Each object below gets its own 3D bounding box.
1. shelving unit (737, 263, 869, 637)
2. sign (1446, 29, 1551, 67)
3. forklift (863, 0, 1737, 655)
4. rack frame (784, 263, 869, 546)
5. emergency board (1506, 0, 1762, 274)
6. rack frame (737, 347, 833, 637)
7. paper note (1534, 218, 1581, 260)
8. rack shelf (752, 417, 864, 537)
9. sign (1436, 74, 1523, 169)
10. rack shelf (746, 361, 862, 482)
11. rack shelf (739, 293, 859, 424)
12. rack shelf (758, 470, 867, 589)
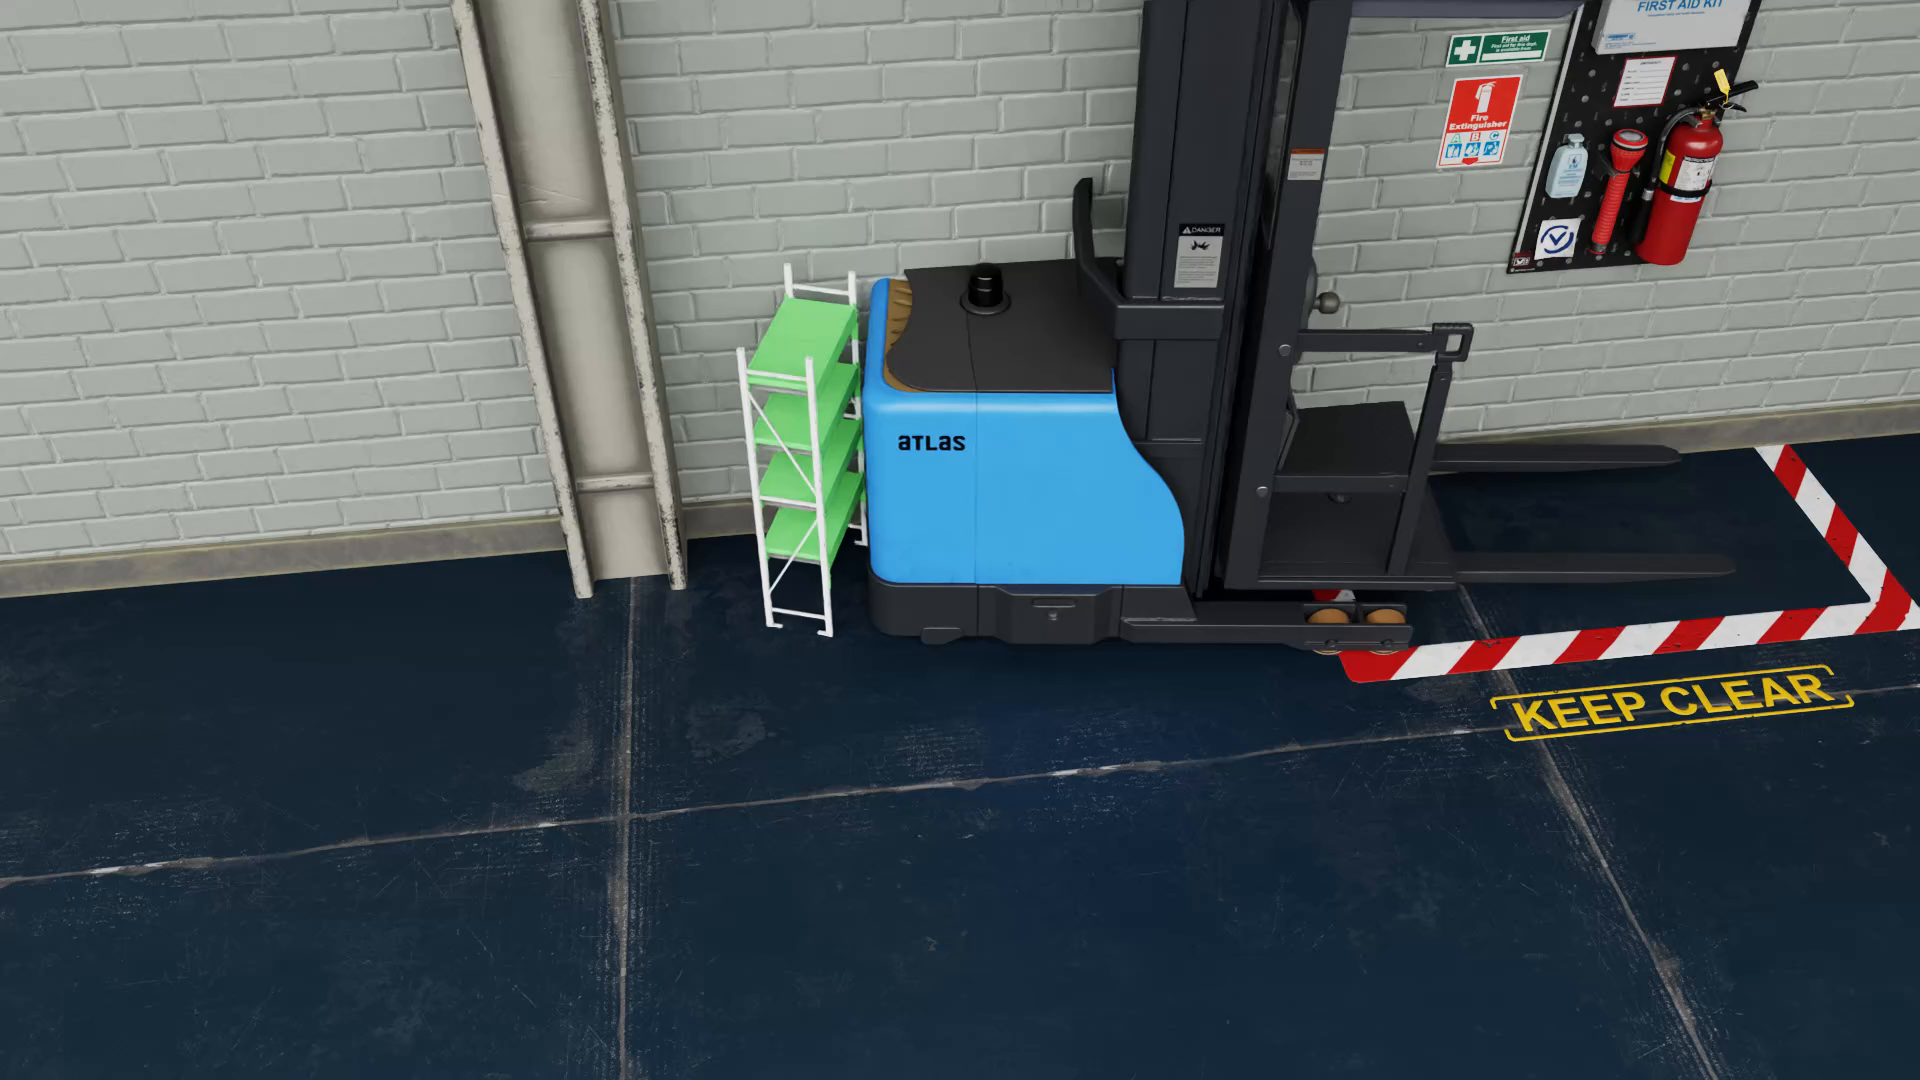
[{"bbox_3d":[-0.514,-0.285,5.670,0.258,1.200,0.503,9,43,9],"label":"shelving unit"},{"bbox_3d":[1.728,-1.579,5.339,0.331,0.109,0.001,-5,42,-6],"label":"sign"},{"bbox_3d":[1.200,-1.047,5.222,3.031,2.935,1.130,0,42,0],"label":"forklift"},{"bbox_3d":[-0.461,-0.445,5.847,0.240,1.200,0.015,9,43,9],"label":"rack frame"},{"bbox_3d":[2.284,-1.354,5.511,0.643,1.169,0.194,-5,42,-6],"label":"emergency board"},{"bbox_3d":[-0.567,-0.126,5.494,0.240,1.200,0.015,9,43,9],"label":"rack frame"},{"bbox_3d":[2.100,-1.057,5.840,0.142,0.148,0.016,-5,42,-6],"label":"paper note"},{"bbox_3d":[-0.514,-0.238,5.713,0.258,0.148,0.480,9,43,9],"label":"rack shelf"},{"bbox_3d":[1.722,-1.388,5.522,0.234,0.329,0.001,-5,42,-6],"label":"sign"},{"bbox_3d":[-0.514,-0.416,5.552,0.258,0.148,0.480,9,43,9],"label":"rack shelf"},{"bbox_3d":[-0.514,-0.594,5.392,0.258,0.148,0.480,9,43,9],"label":"rack shelf"},{"bbox_3d":[-0.514,-0.059,5.874,0.258,0.148,0.480,9,43,9],"label":"rack shelf"}]
